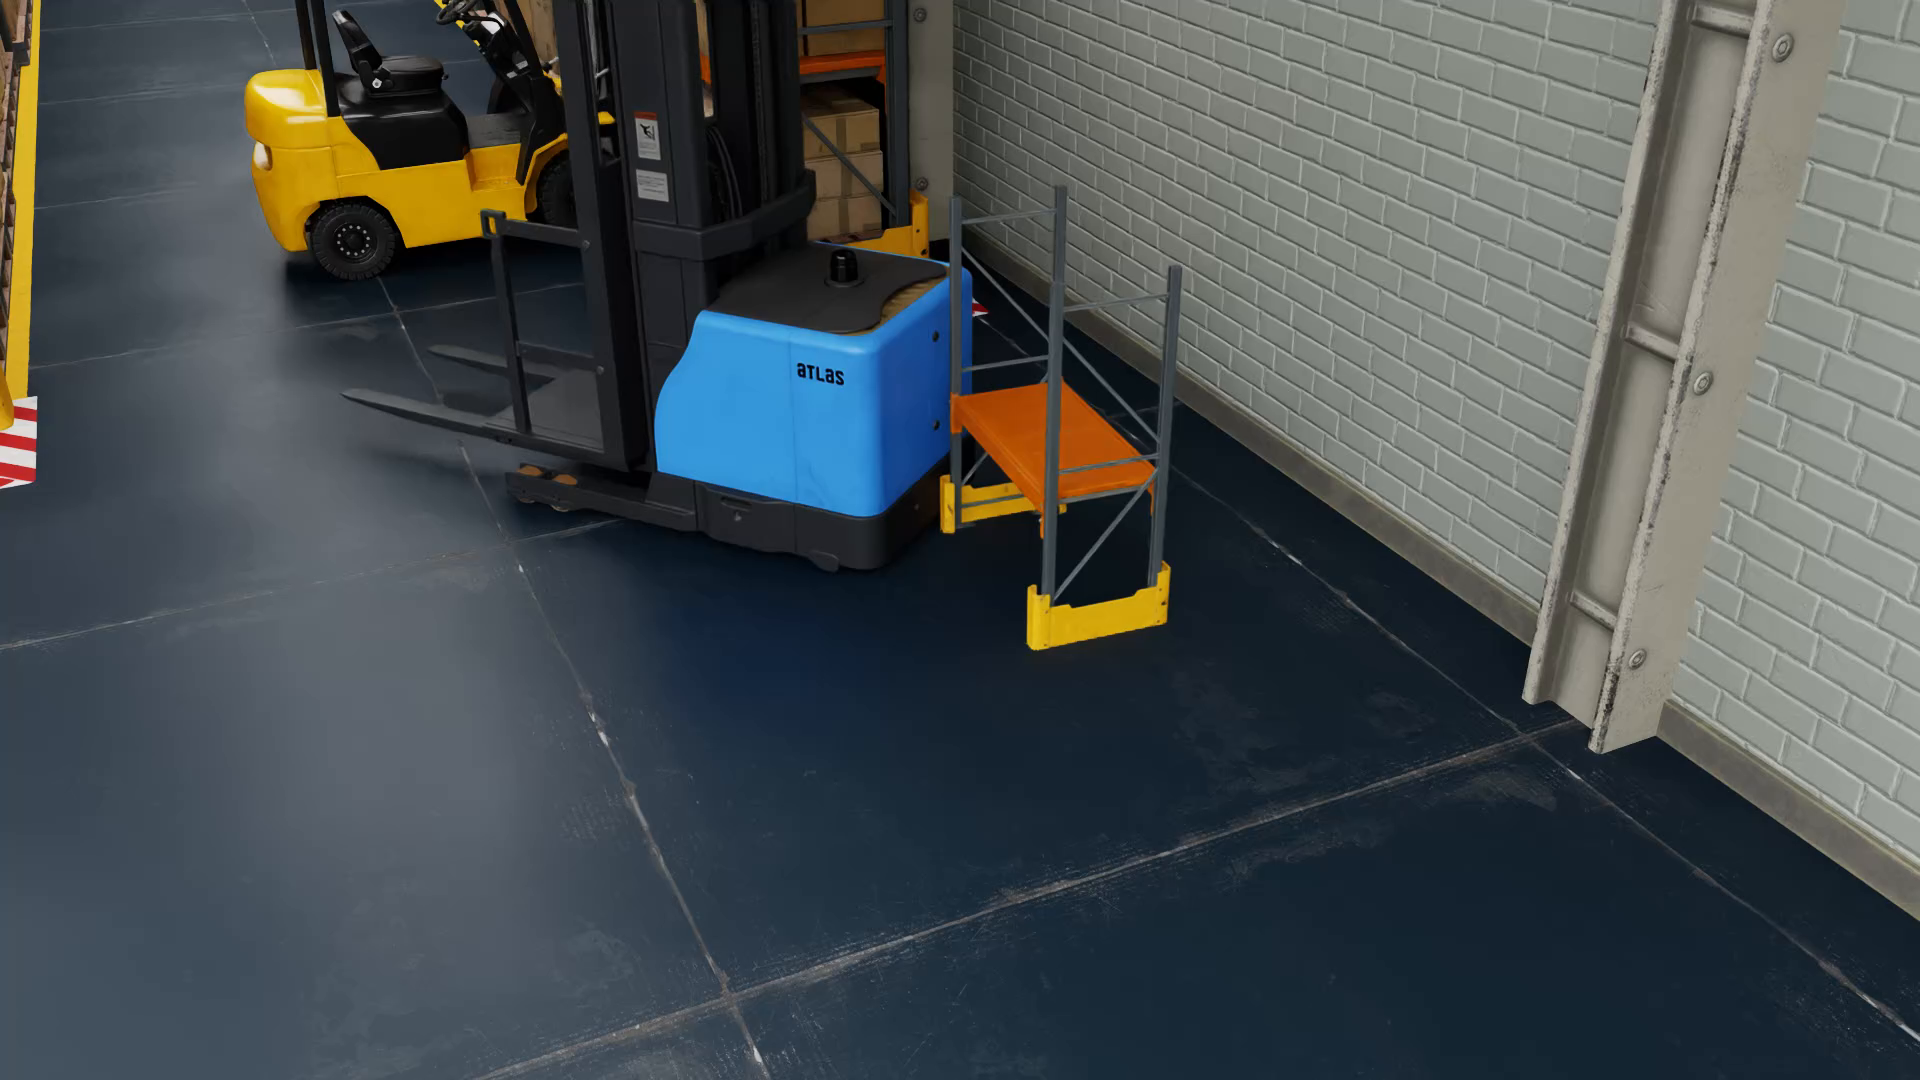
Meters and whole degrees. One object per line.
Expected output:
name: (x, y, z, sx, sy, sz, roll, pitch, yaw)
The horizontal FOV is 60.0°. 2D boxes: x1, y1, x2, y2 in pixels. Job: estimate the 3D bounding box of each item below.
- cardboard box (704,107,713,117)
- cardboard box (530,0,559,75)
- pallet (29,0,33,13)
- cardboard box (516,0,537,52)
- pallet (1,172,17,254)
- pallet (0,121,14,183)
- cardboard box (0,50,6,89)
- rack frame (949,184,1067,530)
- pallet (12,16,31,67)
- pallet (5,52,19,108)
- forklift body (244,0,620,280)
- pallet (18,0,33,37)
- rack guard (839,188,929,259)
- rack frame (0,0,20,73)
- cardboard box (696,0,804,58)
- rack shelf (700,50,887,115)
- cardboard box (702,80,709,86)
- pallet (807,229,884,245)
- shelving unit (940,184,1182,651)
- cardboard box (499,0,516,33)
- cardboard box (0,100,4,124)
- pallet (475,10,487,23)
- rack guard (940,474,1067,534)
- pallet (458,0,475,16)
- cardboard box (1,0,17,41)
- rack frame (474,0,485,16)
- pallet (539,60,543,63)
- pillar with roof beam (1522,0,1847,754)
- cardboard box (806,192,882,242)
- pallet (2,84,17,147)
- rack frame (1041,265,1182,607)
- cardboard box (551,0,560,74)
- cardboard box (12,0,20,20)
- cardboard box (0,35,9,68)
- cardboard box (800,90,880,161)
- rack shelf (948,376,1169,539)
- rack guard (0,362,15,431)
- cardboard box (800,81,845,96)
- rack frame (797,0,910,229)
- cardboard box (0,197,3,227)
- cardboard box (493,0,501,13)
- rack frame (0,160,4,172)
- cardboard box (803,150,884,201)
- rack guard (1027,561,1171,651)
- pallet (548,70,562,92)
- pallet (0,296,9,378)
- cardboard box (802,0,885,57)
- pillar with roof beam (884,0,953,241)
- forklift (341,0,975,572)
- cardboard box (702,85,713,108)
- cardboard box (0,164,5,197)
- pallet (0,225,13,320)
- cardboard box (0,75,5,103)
cardboard box: (-1.254, -2.379, 9.786, 0.500, 0.250, 0.500, -12, 31, -20)
cardboard box: (-3.052, -4.308, 13.864, 0.875, 0.625, 0.625, -13, 32, -22)
pallet: (-10.008, -5.537, 16.908, 1.003, 0.211, 1.213, -13, 32, -22)
cardboard box: (-3.377, -4.640, 14.456, 0.875, 0.625, 0.625, -14, 32, -24)
pallet: (-6.653, -2.039, 10.670, 1.003, 0.211, 1.213, -13, 32, -22)
pallet: (-7.309, -2.672, 11.799, 1.003, 0.211, 1.213, -13, 32, -22)
cardboard box: (-8.133, -3.772, 13.168, 0.950, 0.372, 0.625, -14, 32, -23)
rack frame: (0.196, -0.746, 7.046, 0.500, 1.500, 0.032, -10, 31, -18)
pallet: (-8.961, -4.459, 14.986, 1.003, 0.211, 1.213, -13, 32, -22)
pallet: (-8.356, -3.749, 13.721, 1.003, 0.211, 1.213, -13, 32, -22)
forklift body: (-3.236, -2.906, 10.233, 2.313, 2.155, 1.214, -13, 32, -22)
pallet: (-9.481, -4.997, 15.946, 1.003, 0.211, 1.213, -13, 32, -22)
rack guard: (-0.764, -1.720, 9.807, 1.175, 0.500, 0.348, -13, 32, -22)
rack frame: (-8.691, -5.311, 13.655, 1.000, 3.000, 0.127, -13, 32, -22)
cardboard box: (-1.223, -3.027, 9.479, 0.500, 0.500, 0.500, -14, 32, -23)
rack shelf: (-1.633, -3.391, 10.966, 1.077, 0.370, 4.000, -13, 32, -22)
cardboard box: (-1.704, -2.824, 10.579, 0.500, 0.250, 0.500, -13, 32, -21)
pallet: (-1.141, -1.934, 10.483, 1.003, 0.211, 1.213, -13, 32, -22)
shelving unit: (0.371, -0.517, 6.639, 0.587, 1.500, 1.083, -10, 31, -18)
cardboard box: (-3.666, -4.937, 14.986, 0.875, 0.625, 0.625, -12, 31, -20)
cardboard box: (-7.512, -3.129, 12.021, 0.950, 0.372, 0.625, -11, 31, -19)
pallet: (-3.891, -4.767, 15.535, 1.003, 0.211, 1.213, -13, 32, -22)
rack guard: (0.196, -0.200, 7.351, 0.587, 0.250, 0.087, -10, 31, -18)
pallet: (-4.496, -5.477, 16.801, 1.003, 0.211, 1.213, -13, 32, -22)
cardboard box: (-8.912, -4.890, 14.647, 0.875, 0.875, 0.875, -13, 32, -22)
rack frame: (-4.209, -6.355, 15.516, 1.000, 3.000, 0.127, -13, 32, -22)
pallet: (-3.371, -4.229, 14.576, 1.003, 0.211, 1.213, -13, 32, -22)
pillar with roof beam: (-1.572, -2.380, 2.294, 9.100, 9.000, 0.400, -13, 32, -22)
cardboard box: (-0.809, -2.063, 10.244, 0.500, 0.250, 0.500, -13, 32, -22)
pallet: (-7.837, -3.211, 12.761, 1.003, 0.211, 1.213, -13, 32, -22)
rack frame: (0.552, -0.280, 6.216, 0.500, 1.500, 0.032, -10, 31, -18)
cardboard box: (-2.726, -3.964, 13.250, 0.875, 0.625, 0.625, -12, 31, -20)
cardboard box: (-9.291, -5.285, 15.351, 0.875, 0.875, 0.875, -13, 32, -21)
cardboard box: (-8.457, -4.097, 13.746, 0.950, 0.372, 0.625, -15, 33, -25)
cardboard box: (-0.810, -2.493, 9.989, 0.500, 0.250, 0.500, -14, 32, -23)
rack shelf: (0.374, -0.356, 6.719, 0.538, 0.185, 1.000, -10, 31, -18)
rack guard: (-5.289, -0.721, 8.024, 1.175, 0.500, 0.348, -13, 32, -22)
cardboard box: (-1.028, -2.713, 10.381, 0.500, 0.250, 0.500, -13, 32, -22)
rack frame: (-0.775, -2.821, 9.214, 1.000, 3.000, 0.127, -13, 32, -22)
cardboard box: (-6.239, -2.090, 10.293, 0.500, 0.250, 0.500, -14, 32, -23)
cardboard box: (-3.954, -5.224, 15.498, 0.875, 0.625, 0.625, -12, 31, -20)
rack frame: (-6.973, -3.544, 10.504, 1.000, 3.000, 0.127, -13, 32, -22)
cardboard box: (-0.789, -2.274, 10.110, 0.500, 0.250, 0.500, -12, 32, -21)
rack guard: (0.545, 0.256, 6.537, 0.587, 0.250, 0.087, -10, 31, -18)
pallet: (-2.843, -3.689, 13.613, 1.003, 0.211, 1.213, -13, 32, -22)
pallet: (-5.606, -0.961, 8.748, 1.003, 0.211, 1.213, -13, 32, -22)
cardboard box: (-0.737, -3.142, 9.684, 0.500, 0.500, 0.500, -12, 31, -20)
pillar with roof beam: (-4.148, -5.031, 7.021, 9.100, 9.000, 0.400, -13, 32, -22)
forklift: (-1.489, -1.623, 7.147, 3.031, 2.935, 1.130, 13, 32, 22)
cardboard box: (-1.479, -2.603, 10.186, 0.500, 0.250, 0.500, -12, 32, -21)
cardboard box: (-6.477, -2.323, 10.708, 0.500, 0.250, 0.500, -12, 31, -20)
pallet: (-6.125, -1.499, 9.708, 1.003, 0.211, 1.213, -13, 32, -22)
cardboard box: (-7.813, -3.436, 12.568, 0.950, 0.372, 0.625, -12, 31, -20)
